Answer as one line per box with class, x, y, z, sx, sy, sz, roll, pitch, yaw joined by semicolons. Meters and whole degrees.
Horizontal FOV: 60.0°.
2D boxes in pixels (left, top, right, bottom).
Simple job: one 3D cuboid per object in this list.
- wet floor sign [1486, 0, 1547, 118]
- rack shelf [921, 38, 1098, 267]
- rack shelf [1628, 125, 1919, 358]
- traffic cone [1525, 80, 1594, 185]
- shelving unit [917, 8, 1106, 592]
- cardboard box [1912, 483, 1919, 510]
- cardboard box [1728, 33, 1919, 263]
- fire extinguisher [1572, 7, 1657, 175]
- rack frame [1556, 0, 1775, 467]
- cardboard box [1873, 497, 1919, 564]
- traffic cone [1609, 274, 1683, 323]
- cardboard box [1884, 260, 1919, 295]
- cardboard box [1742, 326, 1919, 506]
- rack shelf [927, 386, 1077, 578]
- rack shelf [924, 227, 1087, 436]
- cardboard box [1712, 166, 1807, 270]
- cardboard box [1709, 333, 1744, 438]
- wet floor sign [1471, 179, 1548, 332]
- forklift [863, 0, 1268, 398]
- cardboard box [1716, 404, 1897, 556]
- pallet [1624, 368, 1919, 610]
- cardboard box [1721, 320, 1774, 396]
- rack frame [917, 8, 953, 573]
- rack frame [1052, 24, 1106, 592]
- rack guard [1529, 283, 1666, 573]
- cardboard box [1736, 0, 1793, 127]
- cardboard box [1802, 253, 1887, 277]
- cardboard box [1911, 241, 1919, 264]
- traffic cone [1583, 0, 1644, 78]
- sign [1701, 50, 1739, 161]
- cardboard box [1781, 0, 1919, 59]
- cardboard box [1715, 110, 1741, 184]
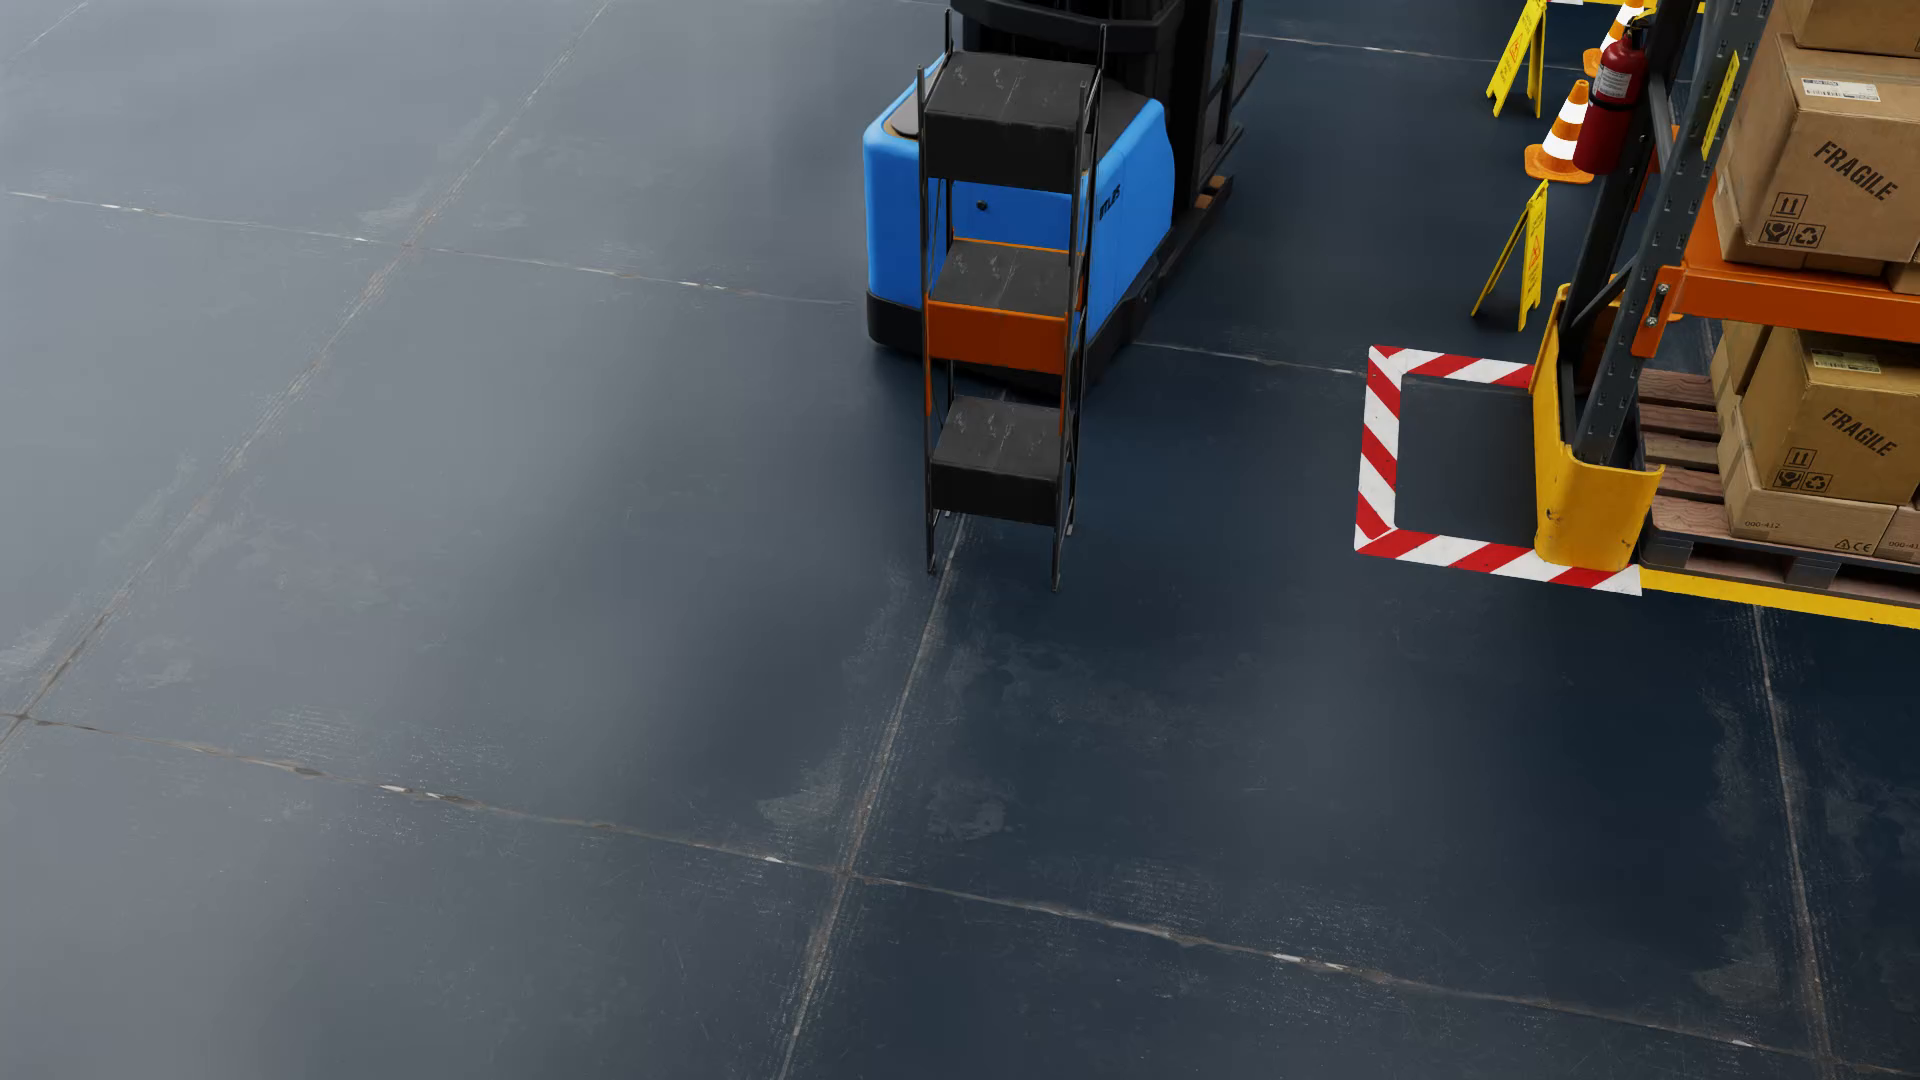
wet floor sign;2.961;-2.562;8.687;0.232;0.644;0.267;2;44;2
rack shelf;0.162;-1.226;5.261;0.480;0.518;0.431;9;45;9
rack shelf;4.391;-0.818;5.697;4.000;0.370;1.077;9;45;9
traffic cone;3.051;-2.077;8.315;0.334;0.463;0.336;9;45;9
shelving unit;0.162;-0.731;5.737;0.503;2.100;0.431;9;45;9
cardboard box;3.700;-0.422;5.906;0.500;0.500;0.500;7;44;8
cardboard box;2.841;-1.264;5.355;0.500;0.500;0.500;8;45;8
fire extinguisher;2.428;-1.682;6.131;0.183;0.674;0.296;9;45;9
rack frame;2.439;-1.380;5.762;0.127;3.000;1.000;9;45;9
cardboard box;3.662;-0.149;6.163;0.500;0.250;0.500;10;45;11
traffic cone;3.140;-1.274;7.481;0.334;0.463;0.336;9;45;9
cardboard box;3.216;-0.975;5.521;0.250;0.149;0.380;8;44;8
cardboard box;3.189;-0.499;5.985;0.500;0.500;0.500;7;44;8
rack shelf;0.162;-0.217;6.231;0.480;0.518;0.431;9;45;9
rack shelf;0.162;-0.722;5.746;0.480;0.518;0.431;9;45;9
cardboard box;2.725;-1.098;5.650;0.250;0.149;0.380;9;45;9
cardboard box;3.310;-0.597;6.628;0.500;0.250;0.500;9;45;9
wet floor sign;2.487;-1.285;7.361;0.232;0.644;0.267;24;49;23
forklift;0.688;-2.682;7.164;1.130;2.935;3.031;18;47;18
cardboard box;3.166;-0.232;6.248;0.500;0.250;0.500;8;45;9
pallet;3.298;-0.217;6.564;1.213;0.211;1.003;9;45;9
cardboard box;3.278;-0.866;6.367;0.500;0.500;0.500;9;45;9
rack frame;-0.077;-0.768;5.775;0.015;2.100;0.400;9;45;9
rack frame;0.400;-0.694;5.698;0.015;2.100;0.400;9;45;9
rack guard;2.513;-0.468;6.617;0.348;0.500;1.175;9;45;9
cardboard box;3.029;-1.628;5.732;0.500;0.500;0.500;8;44;8
cardboard box;2.975;-1.070;5.620;0.250;0.149;0.380;9;45;10
cardboard box;3.347;-1.188;5.275;0.500;0.500;0.500;10;45;10
traffic cone;3.629;-2.790;9.056;0.334;0.463;0.336;9;45;9
sign;2.321;-1.325;5.080;0.005;0.325;0.100;9;45;9
cardboard box;2.985;-1.954;5.350;0.500;0.500;0.700;8;44;8
cardboard box;2.851;-1.378;5.941;0.250;0.149;0.380;10;45;10
